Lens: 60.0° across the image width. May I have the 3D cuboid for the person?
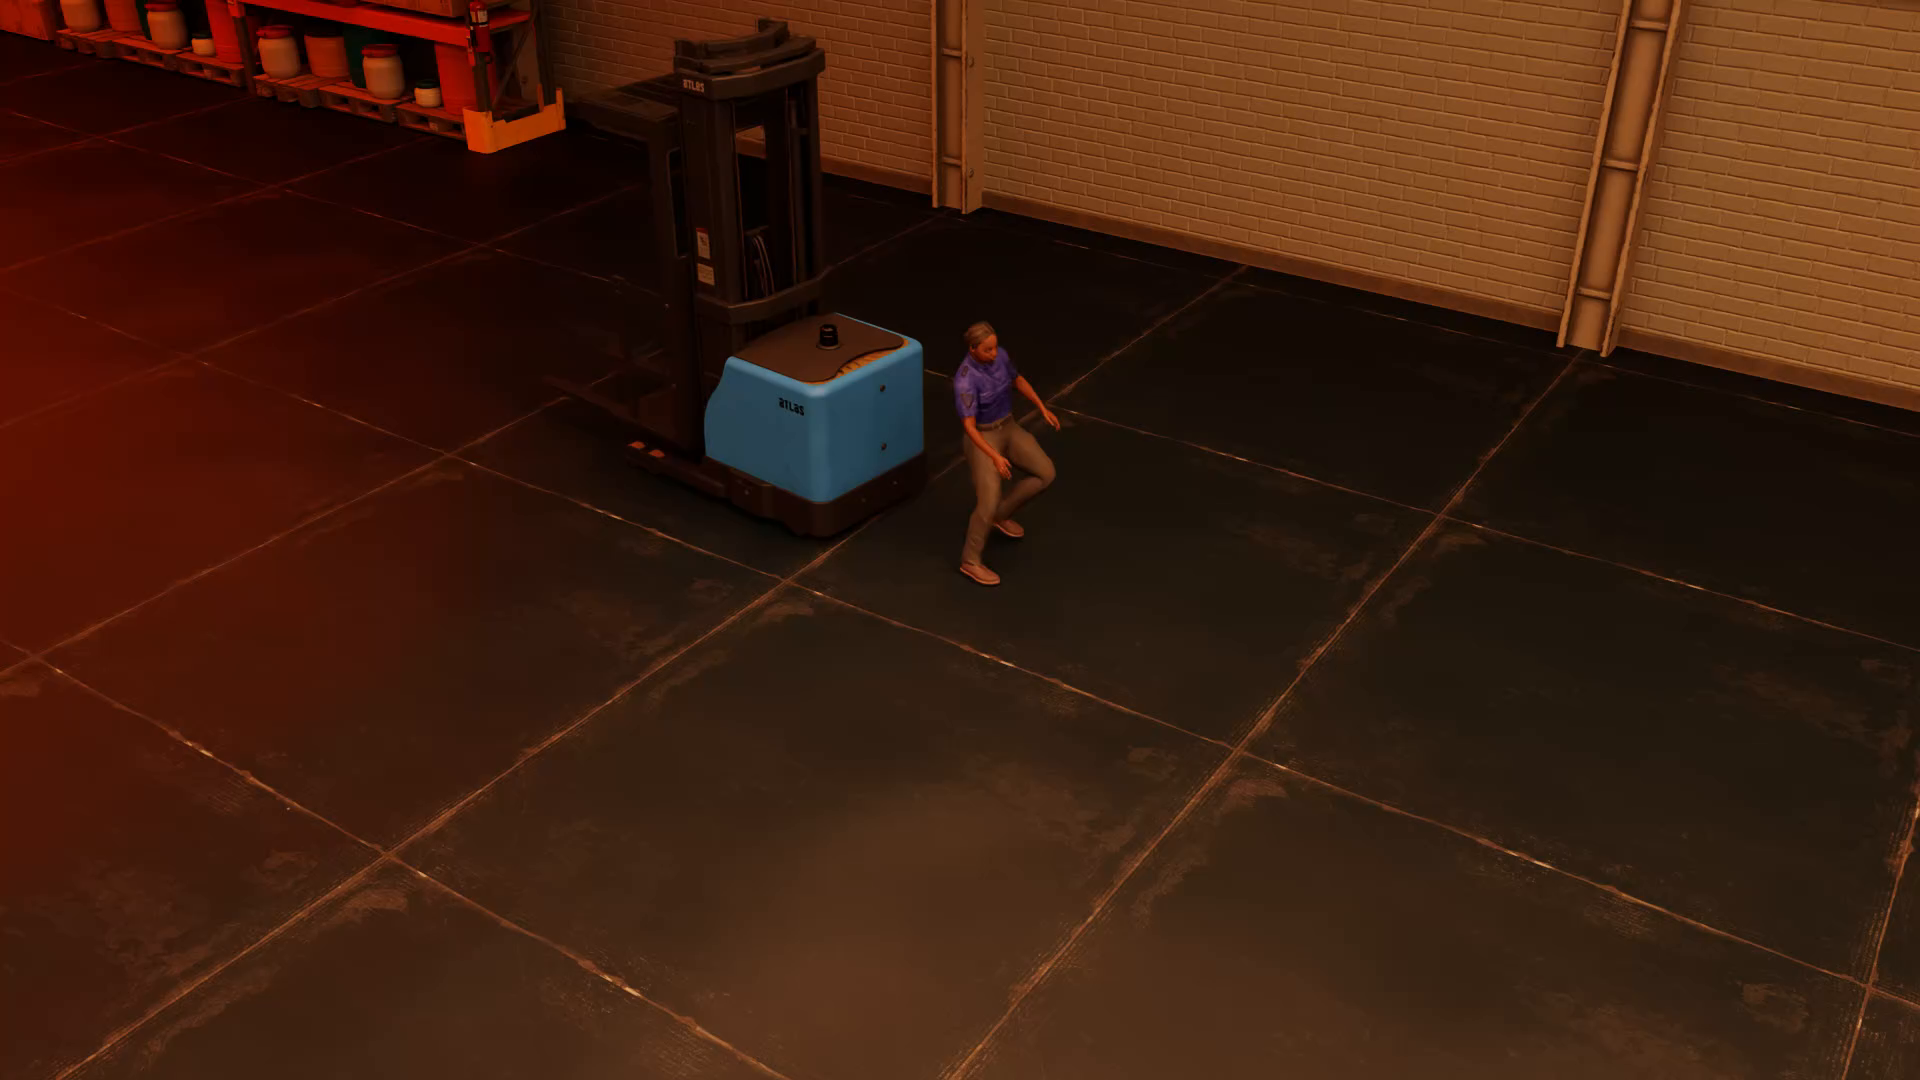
[{"bbox_3d":[0.263,-0.581,9.990,0.627,1.510,0.768,25,39,36],"label":"person"}]

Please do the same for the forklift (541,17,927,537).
[{"bbox_3d":[-1.674,-1.890,10.836,3.031,2.935,1.130,23,37,34],"label":"forklift"}]
